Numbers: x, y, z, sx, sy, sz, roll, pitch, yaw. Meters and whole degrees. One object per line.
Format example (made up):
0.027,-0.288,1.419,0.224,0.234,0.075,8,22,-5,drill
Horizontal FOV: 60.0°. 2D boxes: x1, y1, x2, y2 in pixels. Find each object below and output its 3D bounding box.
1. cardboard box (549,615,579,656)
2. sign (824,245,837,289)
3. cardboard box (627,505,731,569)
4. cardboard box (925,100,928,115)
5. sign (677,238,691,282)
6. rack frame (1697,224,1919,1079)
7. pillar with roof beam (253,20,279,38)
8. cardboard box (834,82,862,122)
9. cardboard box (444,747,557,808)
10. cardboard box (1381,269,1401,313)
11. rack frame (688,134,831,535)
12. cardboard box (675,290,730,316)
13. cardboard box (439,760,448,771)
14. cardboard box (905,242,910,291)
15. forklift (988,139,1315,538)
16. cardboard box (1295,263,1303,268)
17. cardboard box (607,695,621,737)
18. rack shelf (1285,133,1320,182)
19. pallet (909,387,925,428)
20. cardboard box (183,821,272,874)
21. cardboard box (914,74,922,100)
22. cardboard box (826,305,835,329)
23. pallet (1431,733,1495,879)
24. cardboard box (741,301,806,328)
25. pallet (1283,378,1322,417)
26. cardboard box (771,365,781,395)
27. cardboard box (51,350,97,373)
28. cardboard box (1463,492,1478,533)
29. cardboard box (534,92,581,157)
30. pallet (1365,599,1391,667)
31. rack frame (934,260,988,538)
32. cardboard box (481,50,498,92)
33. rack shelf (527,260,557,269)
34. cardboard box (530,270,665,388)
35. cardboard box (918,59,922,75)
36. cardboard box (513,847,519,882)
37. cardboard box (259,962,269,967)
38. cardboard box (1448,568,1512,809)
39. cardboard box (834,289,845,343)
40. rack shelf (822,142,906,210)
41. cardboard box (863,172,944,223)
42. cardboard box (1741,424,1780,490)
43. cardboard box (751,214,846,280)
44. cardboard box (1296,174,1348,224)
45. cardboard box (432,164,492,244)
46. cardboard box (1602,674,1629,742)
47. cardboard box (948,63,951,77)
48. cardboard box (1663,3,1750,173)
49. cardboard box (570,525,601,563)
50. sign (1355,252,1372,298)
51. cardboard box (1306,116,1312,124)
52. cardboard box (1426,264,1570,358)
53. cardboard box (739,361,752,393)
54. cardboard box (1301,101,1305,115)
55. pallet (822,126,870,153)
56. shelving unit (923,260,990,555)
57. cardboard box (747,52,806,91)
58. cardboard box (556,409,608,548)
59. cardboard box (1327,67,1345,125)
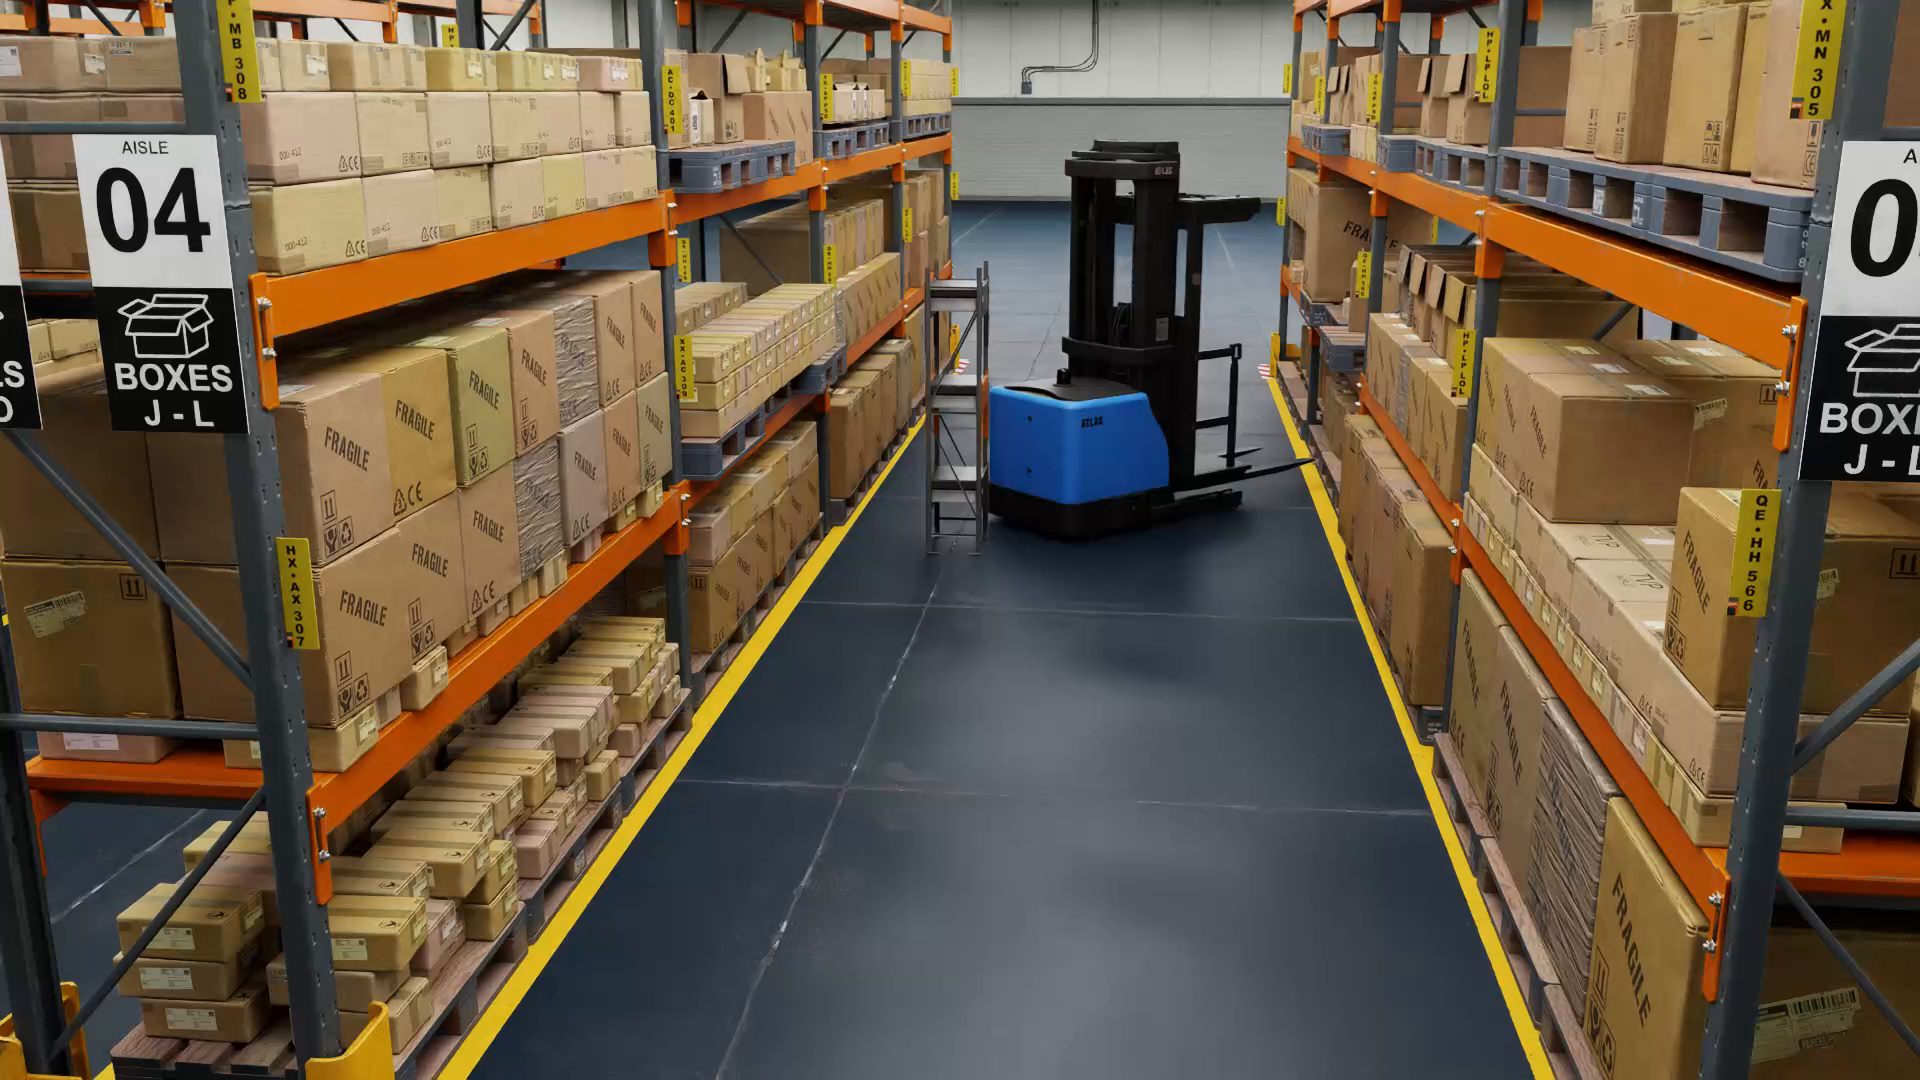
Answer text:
-2.204,0.487,8.633,0.380,0.149,0.250,2,15,9,cardboard box
-0.968,-2.027,12.347,0.100,0.325,0.005,2,15,6,sign
-1.613,-0.025,9.555,0.500,0.250,0.500,1,15,4,cardboard box
-0.536,-4.550,17.482,0.380,0.149,0.250,2,15,6,cardboard box
-2.060,-2.095,12.444,0.100,0.325,0.005,2,15,6,sign
2.506,0.727,4.227,1.000,3.000,0.127,2,15,6,rack frame
-6.487,-8.031,25.124,9.100,9.000,0.400,2,15,6,pillar with roof beam
-1.093,-3.621,13.733,0.500,0.311,0.500,1,15,5,cardboard box
-1.885,0.973,6.834,0.380,0.149,0.250,2,15,7,cardboard box
3.430,-1.740,12.355,0.500,0.500,0.500,0,15,-1,cardboard box
-1.508,-1.520,12.538,1.000,3.000,0.127,2,15,6,rack frame
-1.812,-1.641,11.523,0.380,0.149,0.250,2,15,6,cardboard box
-2.428,0.968,7.422,0.380,0.149,0.250,2,15,6,cardboard box
-0.987,-2.869,17.240,0.875,0.550,0.550,2,15,6,cardboard box
1.677,-1.720,13.406,3.031,2.935,1.130,-12,19,-37,forklift
3.909,-2.976,18.402,0.380,0.149,0.250,2,15,6,cardboard box
-1.836,0.841,7.893,0.380,0.149,0.250,2,15,7,cardboard box
4.086,-4.005,17.358,1.077,0.370,4.000,2,15,6,rack shelf
-0.893,-1.406,17.459,1.003,0.211,1.213,2,15,6,pallet
-2.614,1.162,6.136,0.380,0.149,0.250,1,15,5,cardboard box
-0.668,-4.577,16.818,0.500,0.250,0.500,2,15,6,cardboard box
-1.111,-1.604,11.953,0.380,0.149,0.250,2,15,7,cardboard box
2.794,1.231,7.707,1.003,0.211,1.213,2,15,6,pallet
-1.227,-1.484,10.939,0.380,0.149,0.250,2,15,6,cardboard box
4.036,-1.532,17.923,1.003,0.211,1.213,2,15,6,pallet
-1.316,-0.992,10.260,0.380,0.149,0.250,1,15,5,cardboard box
-6.352,-1.166,11.513,0.500,0.250,0.500,2,15,6,cardboard box
2.594,-0.122,7.849,0.380,0.149,0.250,2,15,6,cardboard box
-1.883,-1.703,6.795,0.500,0.250,0.500,2,15,9,cardboard box
3.105,0.516,10.350,1.003,0.211,1.213,2,15,6,pallet
0.009,-1.034,12.463,0.400,2.100,0.015,2,15,6,rack frame
-1.943,-1.734,6.148,0.380,0.149,0.250,2,15,8,cardboard box
-5.761,-2.849,18.829,1.077,0.370,4.000,2,15,6,rack shelf
-1.744,-1.027,8.038,0.500,0.500,0.500,1,15,4,cardboard box
-0.593,-4.802,16.887,0.380,0.149,0.250,1,15,5,cardboard box
-1.992,1.335,6.636,0.380,0.149,0.250,2,15,6,cardboard box
-2.630,1.516,5.967,0.380,0.149,0.250,2,15,8,cardboard box
2.804,0.681,7.662,0.875,0.875,0.875,2,15,6,cardboard box
-1.189,-1.677,12.926,0.500,0.500,0.500,2,15,7,cardboard box
-1.282,-3.140,14.158,1.077,0.370,4.000,2,15,6,rack shelf
-0.656,-3.948,19.161,0.875,0.550,0.550,2,15,6,cardboard box
2.938,-0.087,5.518,0.500,0.500,0.500,1,15,5,cardboard box
-1.336,-2.432,13.801,0.700,0.500,0.500,1,15,5,cardboard box
3.810,-3.574,17.455,0.500,0.500,0.500,2,15,6,cardboard box
-1.997,-1.200,5.895,0.500,0.250,0.500,1,15,4,cardboard box
2.306,0.549,5.368,0.380,0.149,0.250,2,15,7,cardboard box
-0.306,-5.460,19.320,0.380,0.149,0.250,2,15,7,cardboard box
2.705,-1.435,5.287,0.700,0.500,0.500,1,15,2,cardboard box
-1.824,-0.006,7.417,0.380,0.149,0.250,1,15,4,cardboard box
2.869,-1.882,11.810,0.100,0.325,0.005,2,15,6,sign
3.774,-4.154,16.820,0.500,0.250,0.500,2,15,6,cardboard box
3.165,-1.348,9.788,0.797,0.503,0.637,2,15,8,cardboard box
-1.402,-0.931,9.464,0.380,0.149,0.250,2,15,8,cardboard box
3.886,-4.661,17.931,0.380,0.149,0.250,2,15,6,cardboard box
-1.365,-3.336,13.867,1.003,0.211,1.213,2,15,9,pallet
-0.019,-0.971,12.229,0.431,2.100,0.503,2,15,6,shelving unit
-1.295,-3.273,11.617,0.396,0.266,0.258,2,15,6,cardboard box
-1.850,-0.277,7.180,0.500,0.500,0.500,2,15,6,cardboard box
3.709,-3.967,14.837,0.797,0.503,0.637,1,15,3,cardboard box
